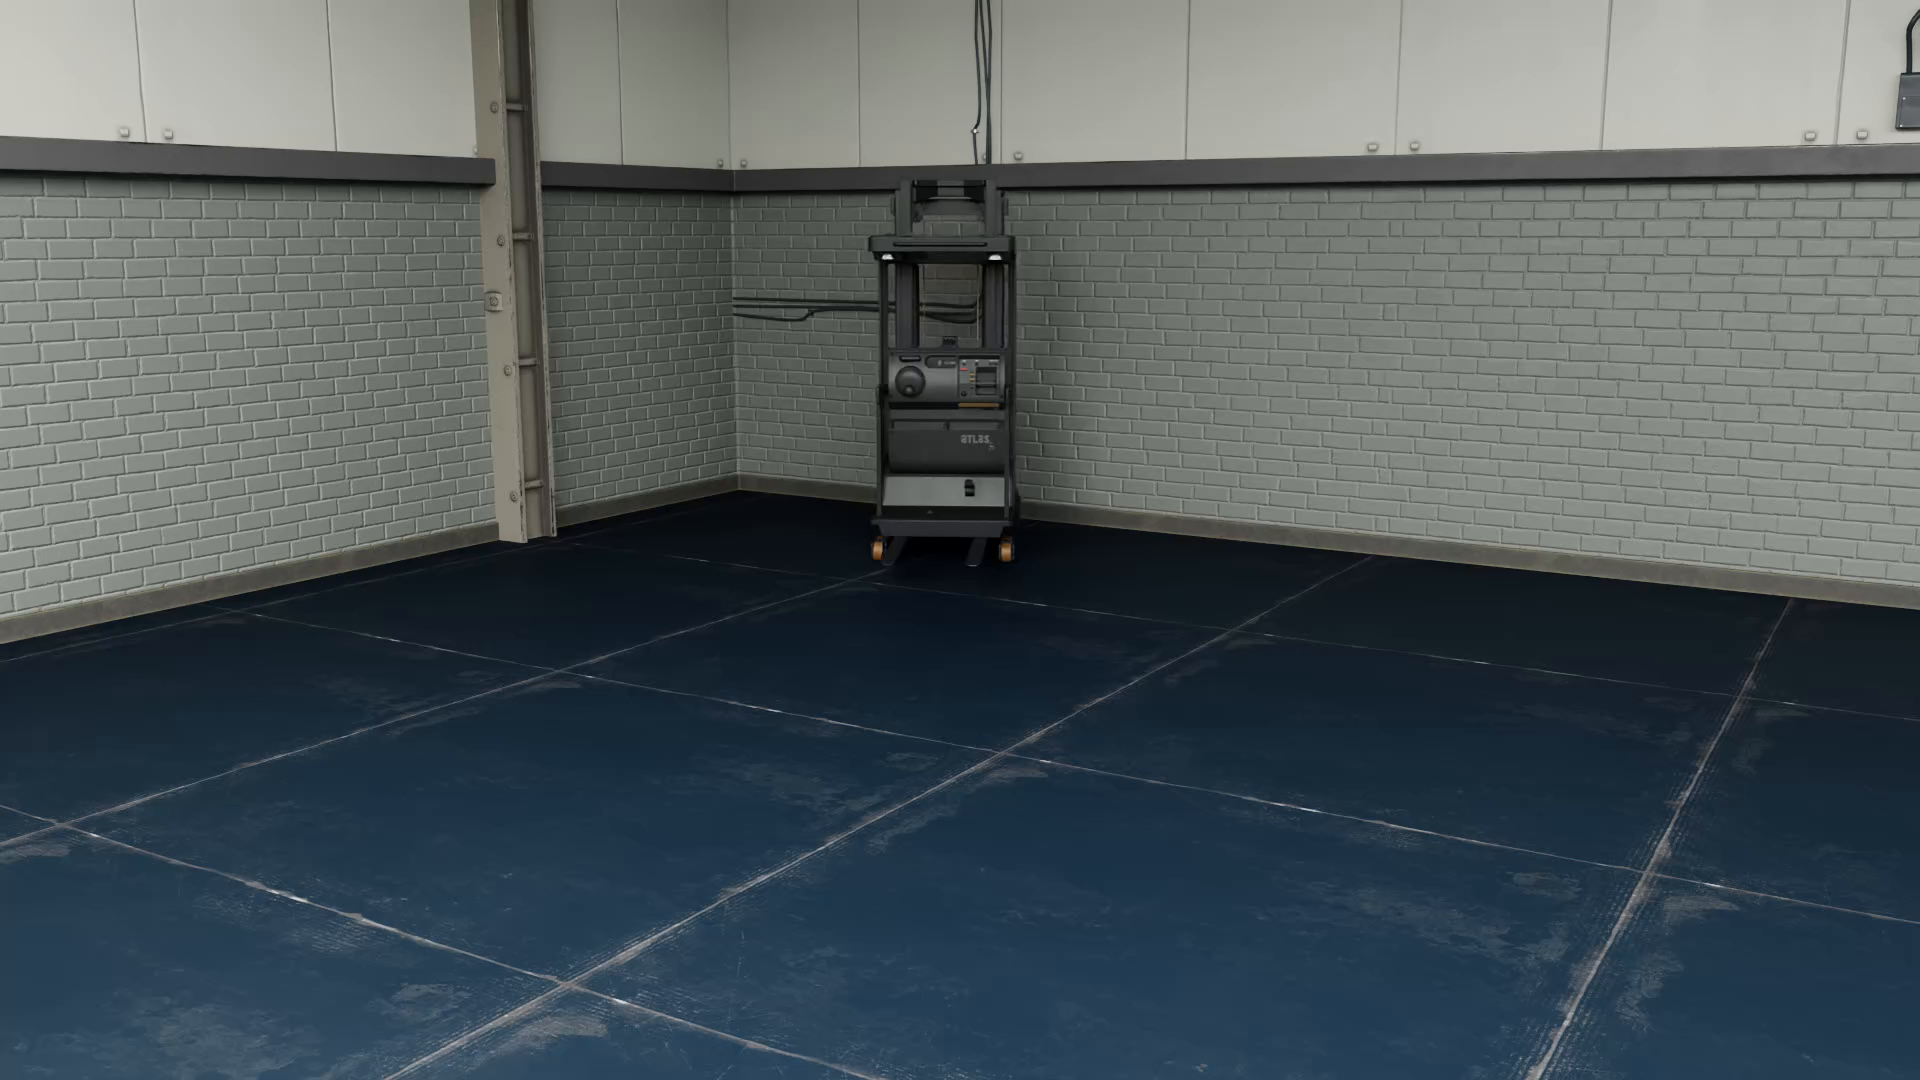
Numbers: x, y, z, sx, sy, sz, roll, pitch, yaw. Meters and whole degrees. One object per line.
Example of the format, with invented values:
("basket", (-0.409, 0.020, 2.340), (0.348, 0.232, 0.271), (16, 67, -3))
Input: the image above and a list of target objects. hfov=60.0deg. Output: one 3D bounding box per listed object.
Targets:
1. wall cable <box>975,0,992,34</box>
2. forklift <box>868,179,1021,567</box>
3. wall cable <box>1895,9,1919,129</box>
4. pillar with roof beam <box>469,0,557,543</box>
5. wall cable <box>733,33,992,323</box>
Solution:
("wall cable", (1.334, -5.478, 13.391), (3.097, 2.526, 0.112), (6, 12, 31))
("forklift", (-0.115, -1.322, 12.968), (1.130, 2.935, 3.031), (1, 11, 4))
("wall cable", (7.127, -5.543, 9.779), (2.305, 6.003, 0.169), (6, 12, 31))
("pillar with roof beam", (0.041, -4.032, 10.953), (9.100, 9.000, 0.400), (6, 12, 31))
("wall cable", (-0.978, -3.254, 15.236), (3.097, 2.526, 0.112), (6, 12, 31))
